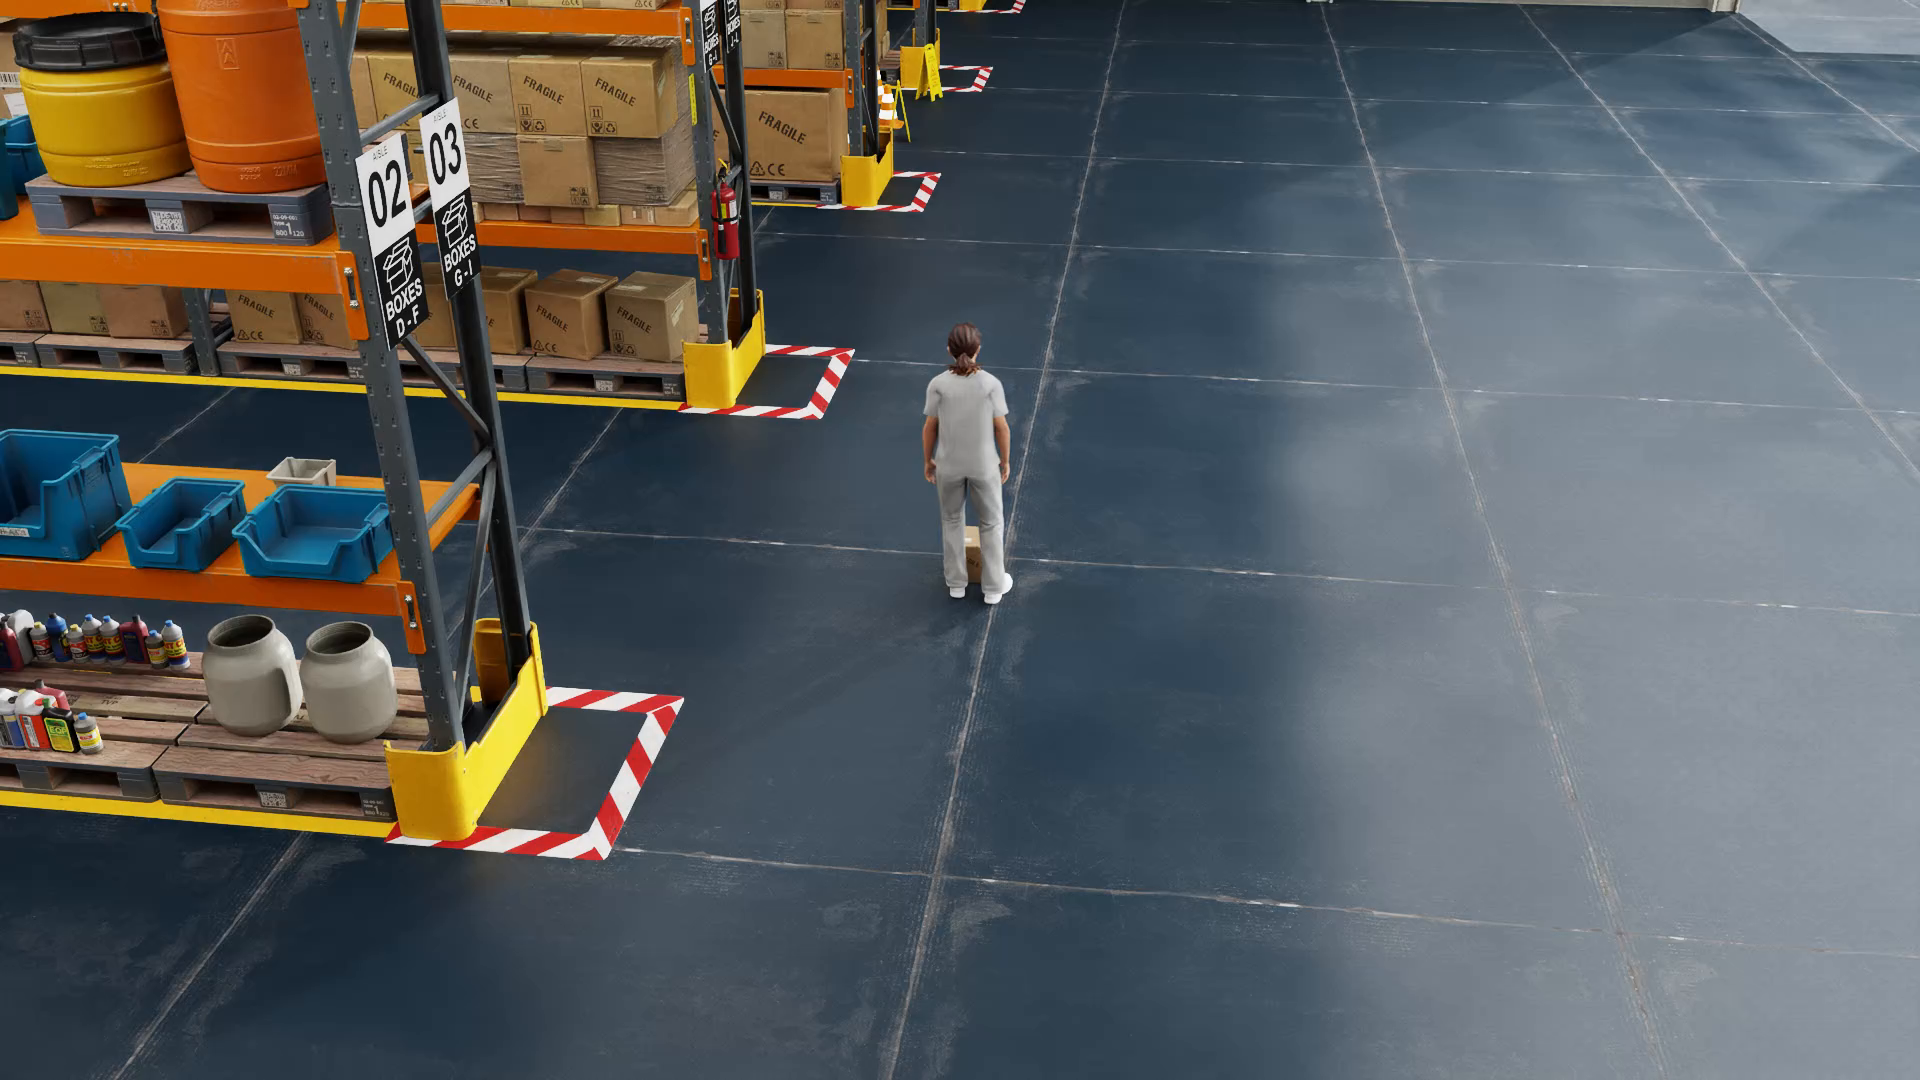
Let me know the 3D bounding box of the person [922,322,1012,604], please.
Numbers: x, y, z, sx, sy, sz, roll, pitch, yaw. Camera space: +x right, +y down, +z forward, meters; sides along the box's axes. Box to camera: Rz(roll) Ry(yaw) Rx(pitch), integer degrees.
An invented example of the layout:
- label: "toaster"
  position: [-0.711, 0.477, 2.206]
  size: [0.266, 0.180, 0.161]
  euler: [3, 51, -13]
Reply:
- label: "person"
  position: [0.049, -0.432, 9.422]
  size: [0.513, 1.671, 0.416]
  euler: [2, 29, 3]
